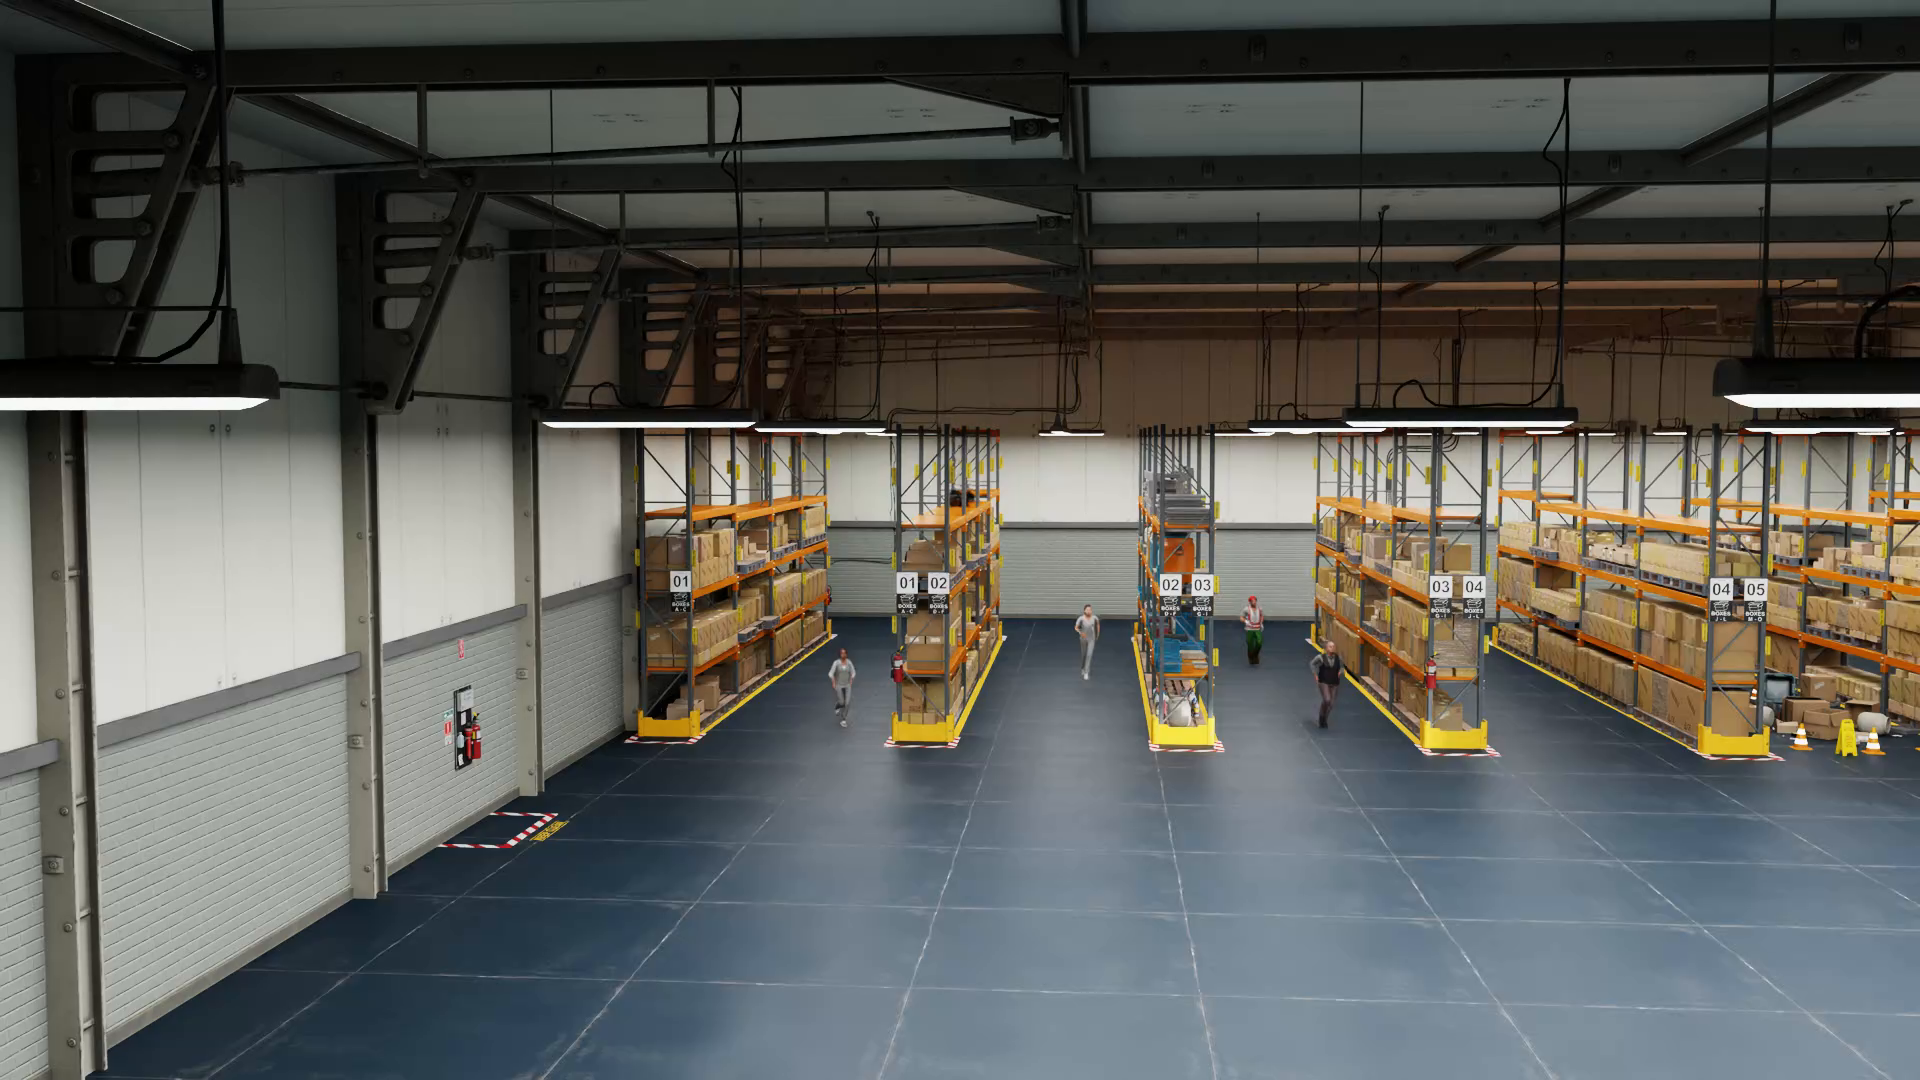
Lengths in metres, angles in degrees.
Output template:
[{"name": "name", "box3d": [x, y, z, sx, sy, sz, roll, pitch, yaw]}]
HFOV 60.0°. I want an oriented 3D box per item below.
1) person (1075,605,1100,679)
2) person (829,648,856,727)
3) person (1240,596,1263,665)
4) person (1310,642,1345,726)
[{"name": "person", "box3d": [2.925, 2.312, 38.122, 0.588, 1.657, 0.885, 0, 3, -2]}, {"name": "person", "box3d": [-2.337, 2.933, 33.203, 0.538, 1.557, 0.548, -1, 4, -16]}, {"name": "person", "box3d": [7.400, 2.285, 41.981, 0.655, 1.763, 0.634, 0, 3, -5]}, {"name": "person", "box3d": [7.315, 2.858, 32.962, 0.653, 1.677, 0.701, -1, 4, -10]}]
